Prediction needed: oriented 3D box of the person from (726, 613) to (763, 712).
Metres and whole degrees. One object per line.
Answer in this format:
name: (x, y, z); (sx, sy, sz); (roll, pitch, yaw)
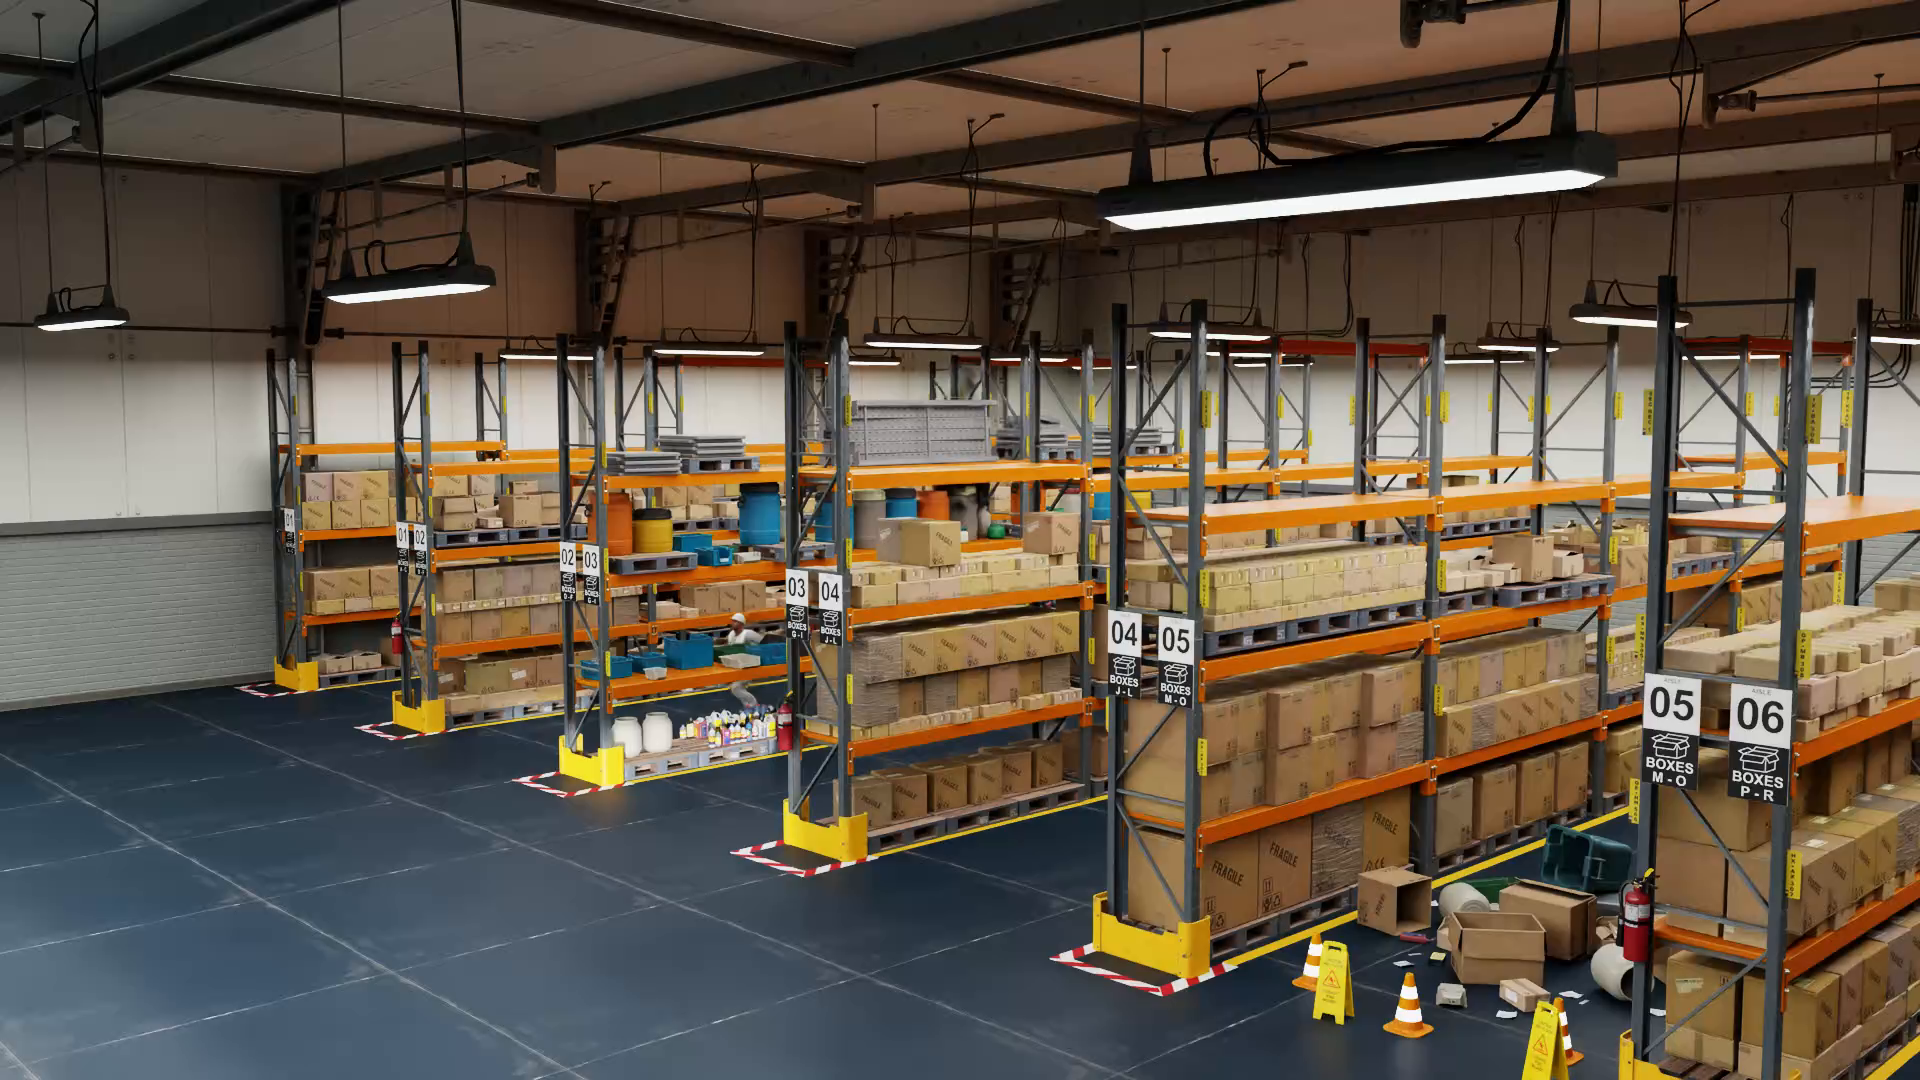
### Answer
person: (-3.465, 2.020, 26.265); (0.708, 1.733, 0.735); (5, 7, 44)

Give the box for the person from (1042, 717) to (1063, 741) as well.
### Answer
person: (1.404, 2.202, 24.837); (0.574, 1.628, 0.758); (4, 6, 38)
